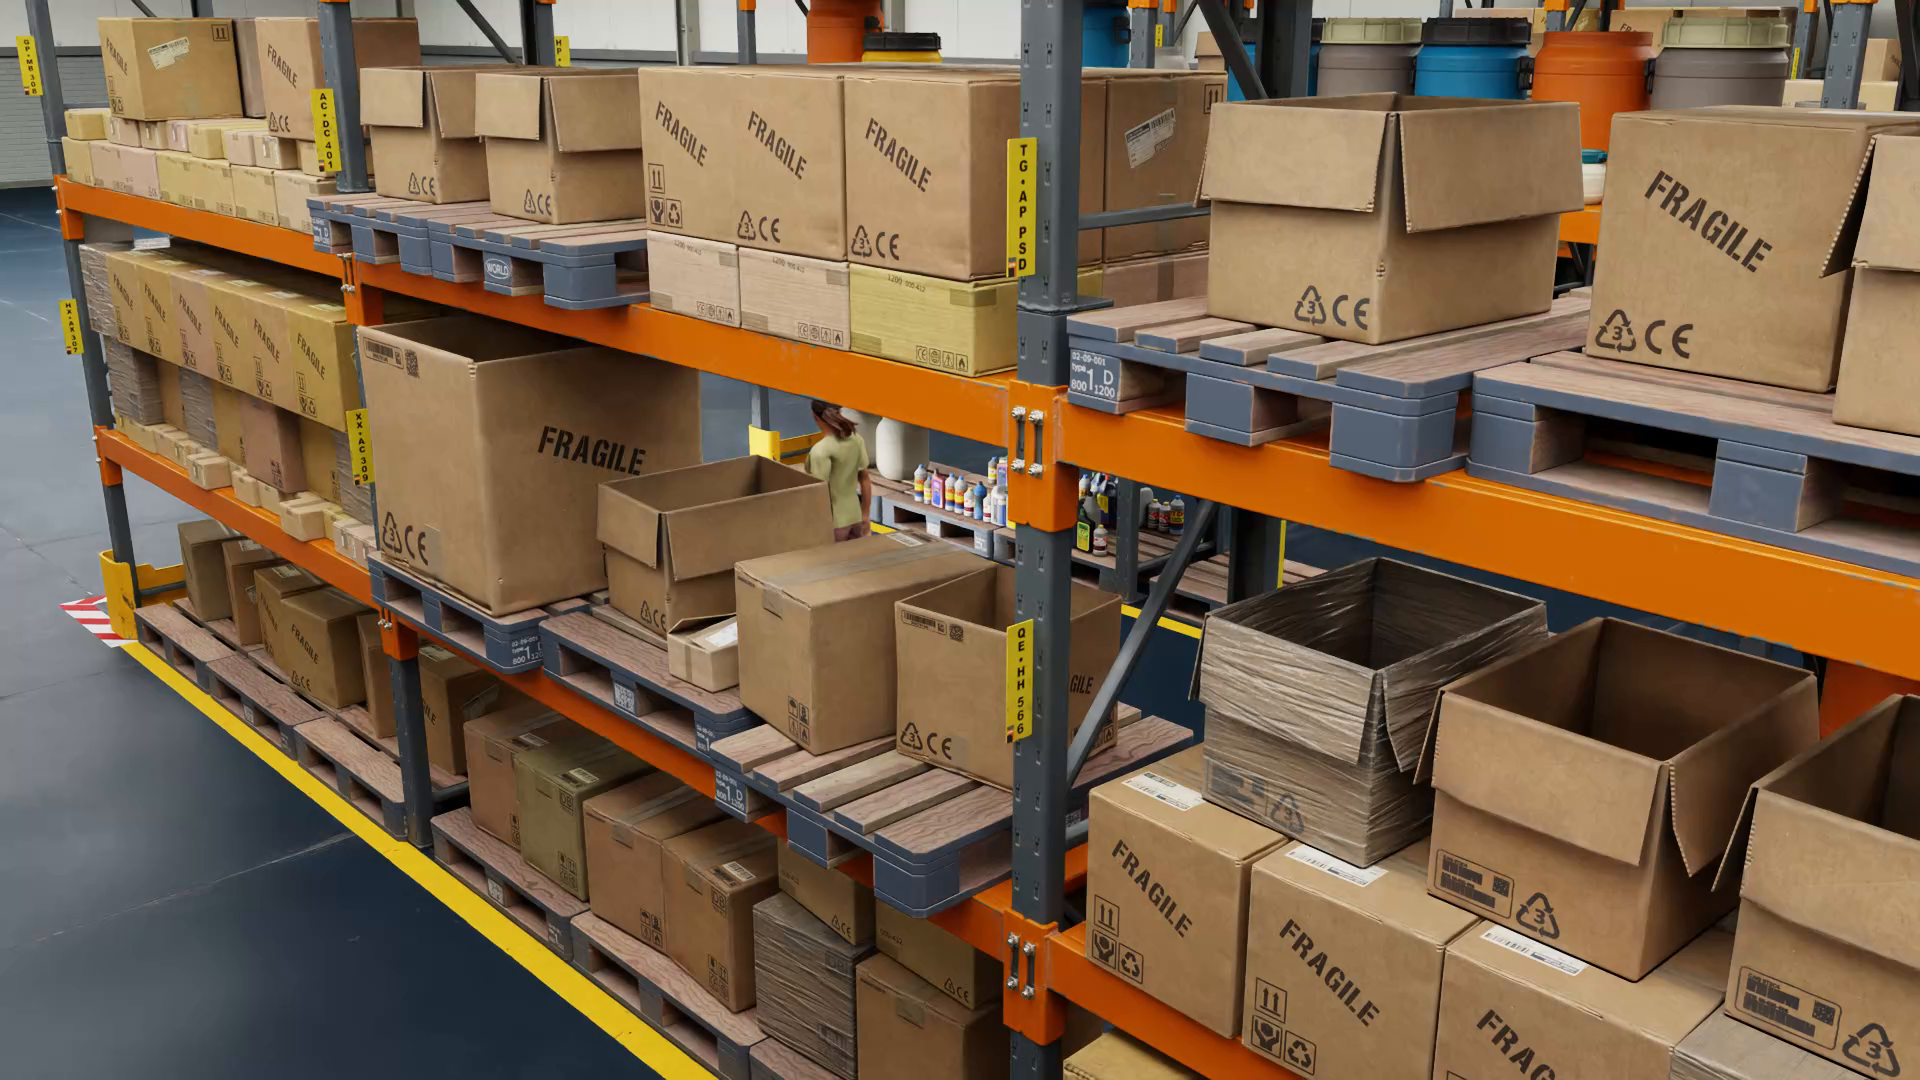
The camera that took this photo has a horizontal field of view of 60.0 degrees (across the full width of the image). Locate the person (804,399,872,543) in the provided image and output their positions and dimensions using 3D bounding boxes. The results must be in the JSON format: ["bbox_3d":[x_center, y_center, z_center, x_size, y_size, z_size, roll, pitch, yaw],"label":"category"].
[{"bbox_3d":[-0.734,-0.047,9.716,0.457,1.633,0.549,9,20,28],"label":"person"}]
